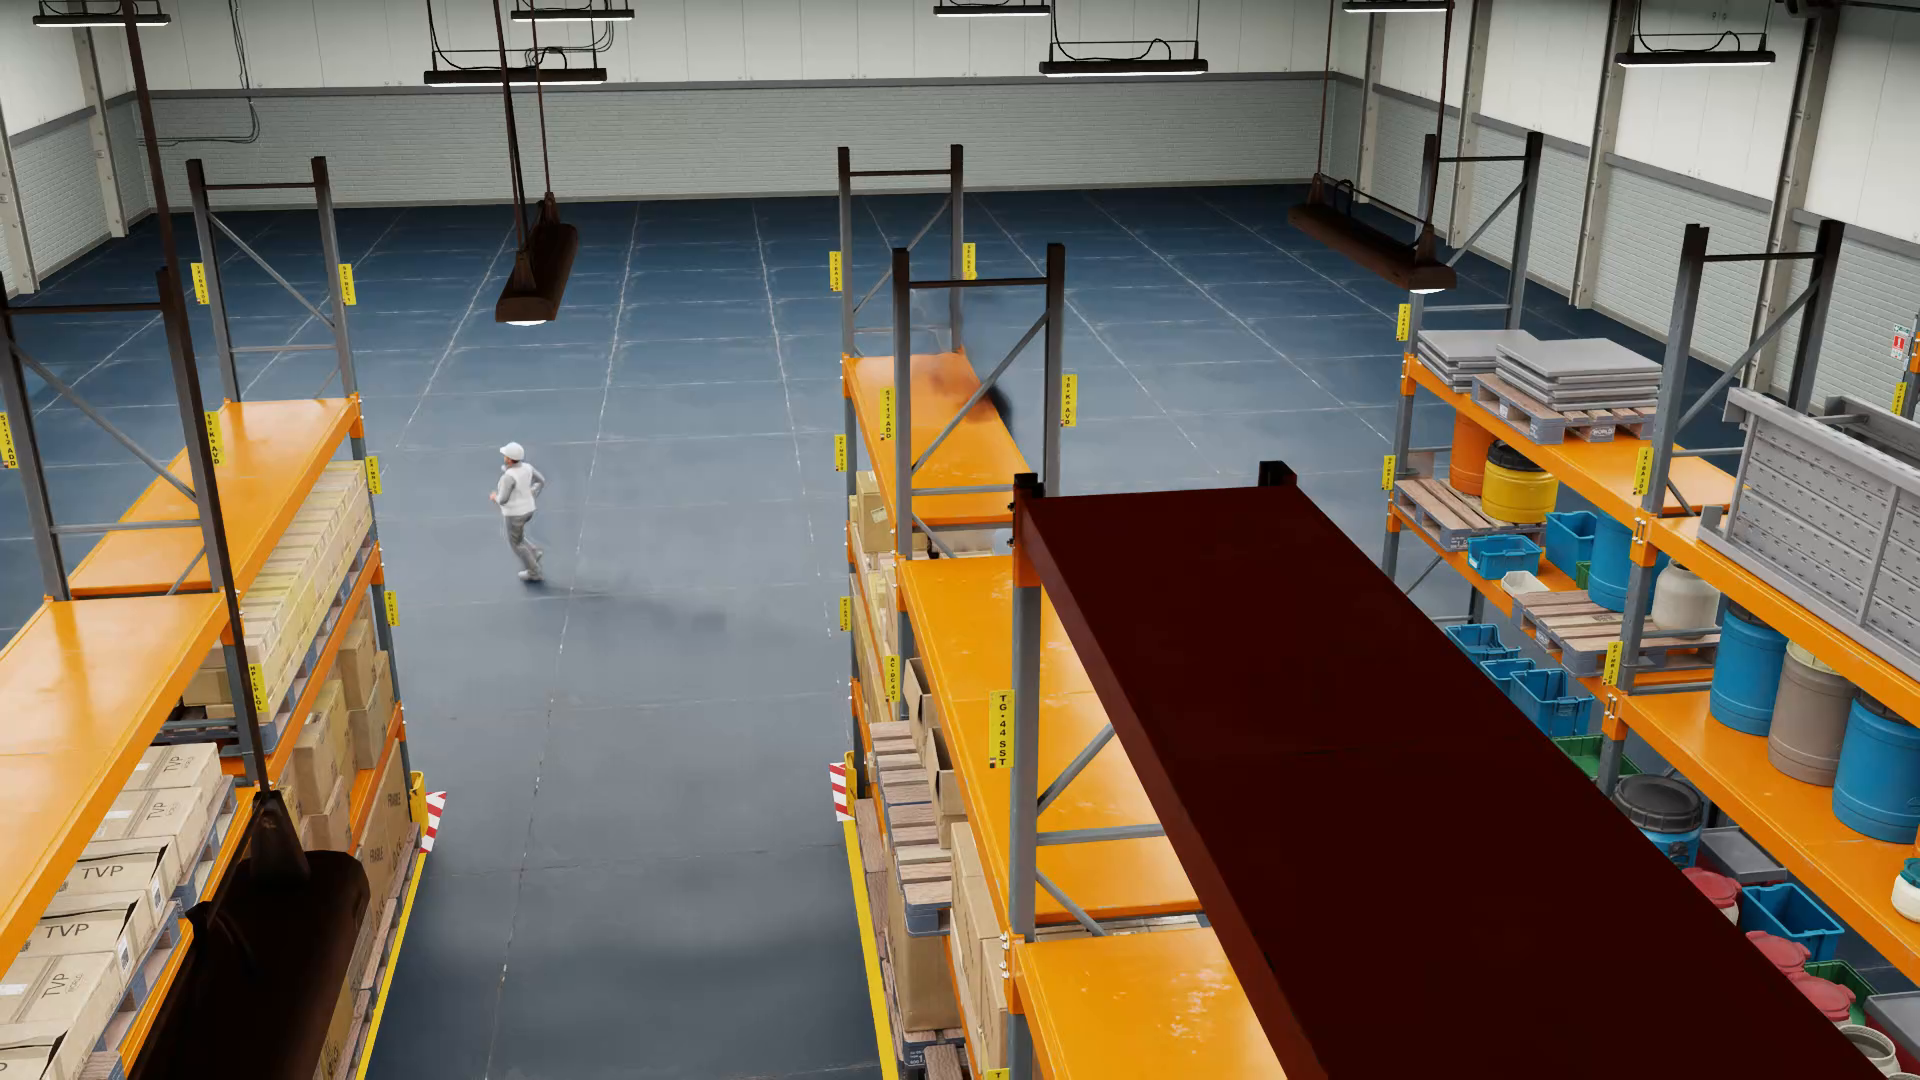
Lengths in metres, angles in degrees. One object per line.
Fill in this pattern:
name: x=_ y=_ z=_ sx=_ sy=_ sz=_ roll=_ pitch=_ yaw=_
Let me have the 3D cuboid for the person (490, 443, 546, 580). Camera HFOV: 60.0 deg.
person: x=-5.407 y=-0.369 z=20.200 sx=0.605 sy=1.731 sz=0.645 roll=7 pitch=23 yaw=17
